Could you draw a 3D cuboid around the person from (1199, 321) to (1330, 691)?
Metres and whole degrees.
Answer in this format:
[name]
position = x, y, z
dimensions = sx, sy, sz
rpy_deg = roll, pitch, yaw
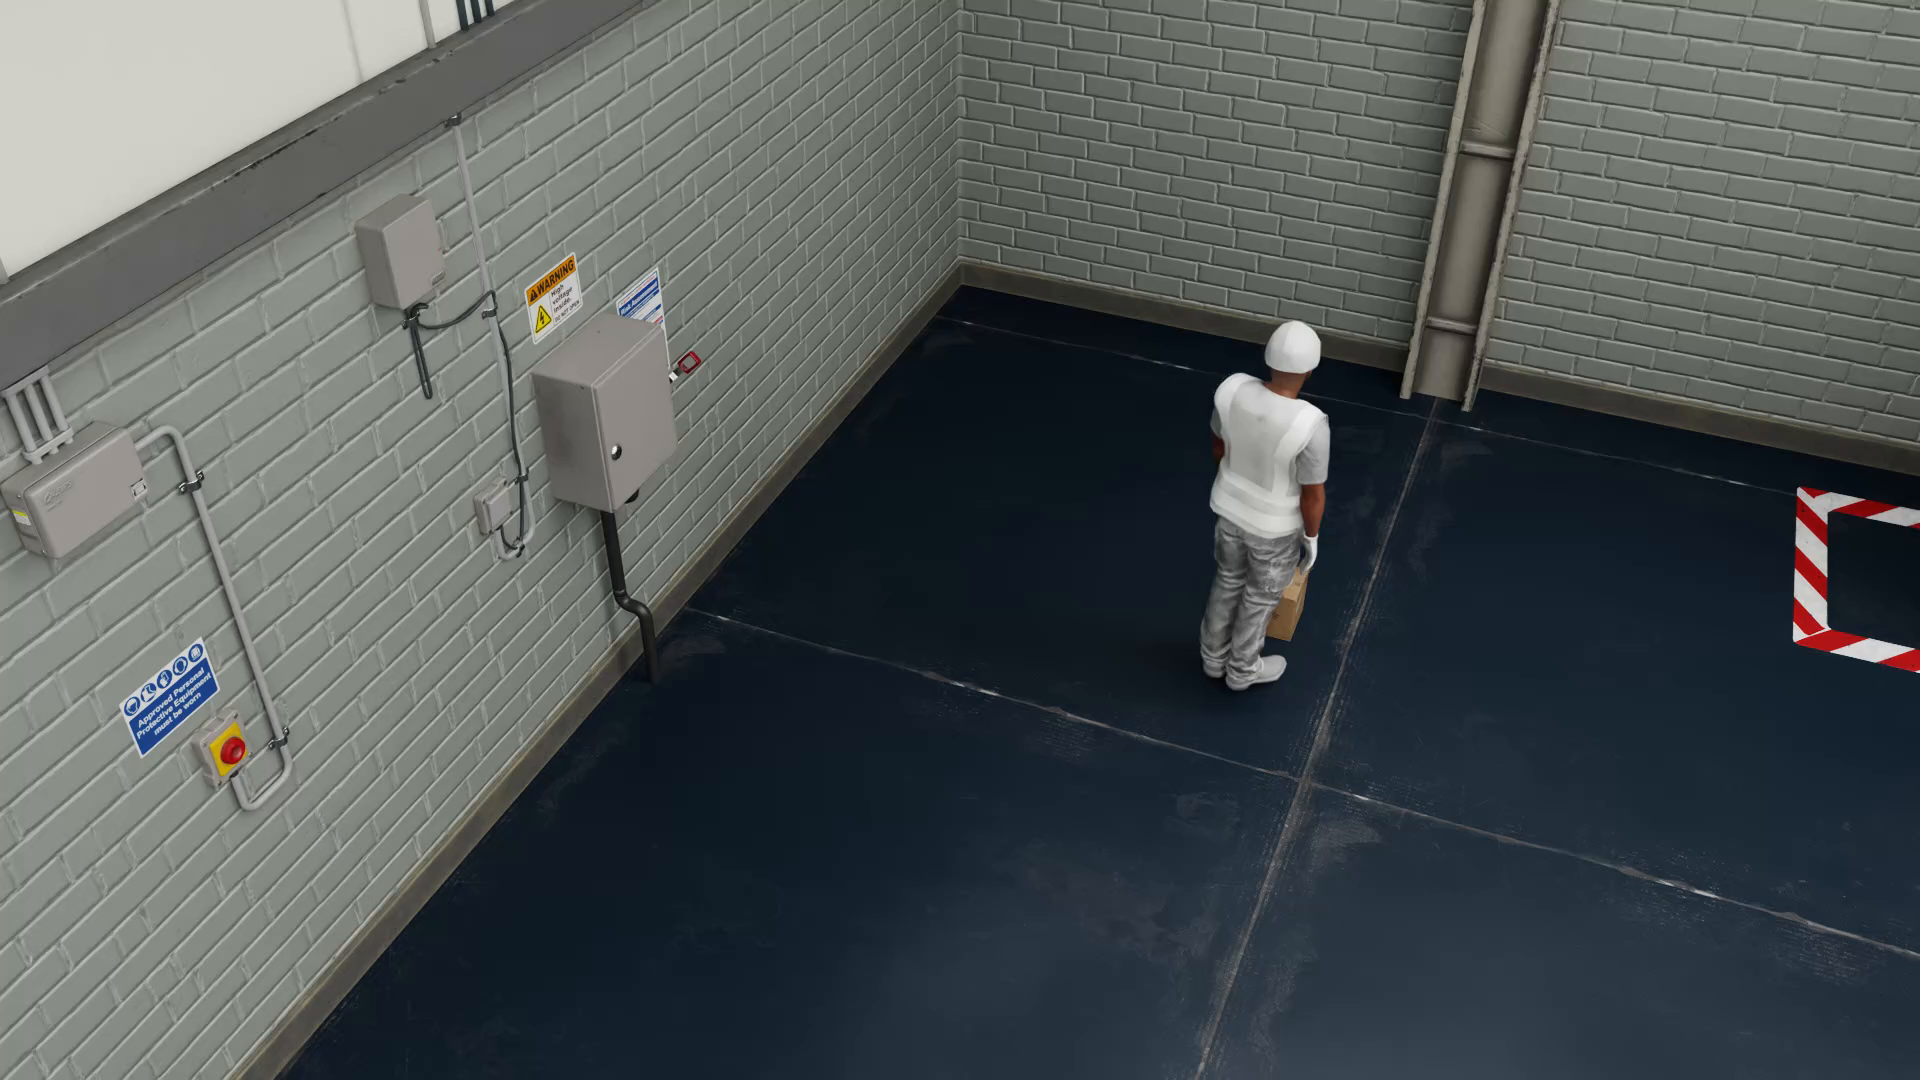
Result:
[person]
position = 1.260, -0.113, 6.912
dimensions = 0.366, 1.789, 0.569
rpy_deg = -29, 46, -33
